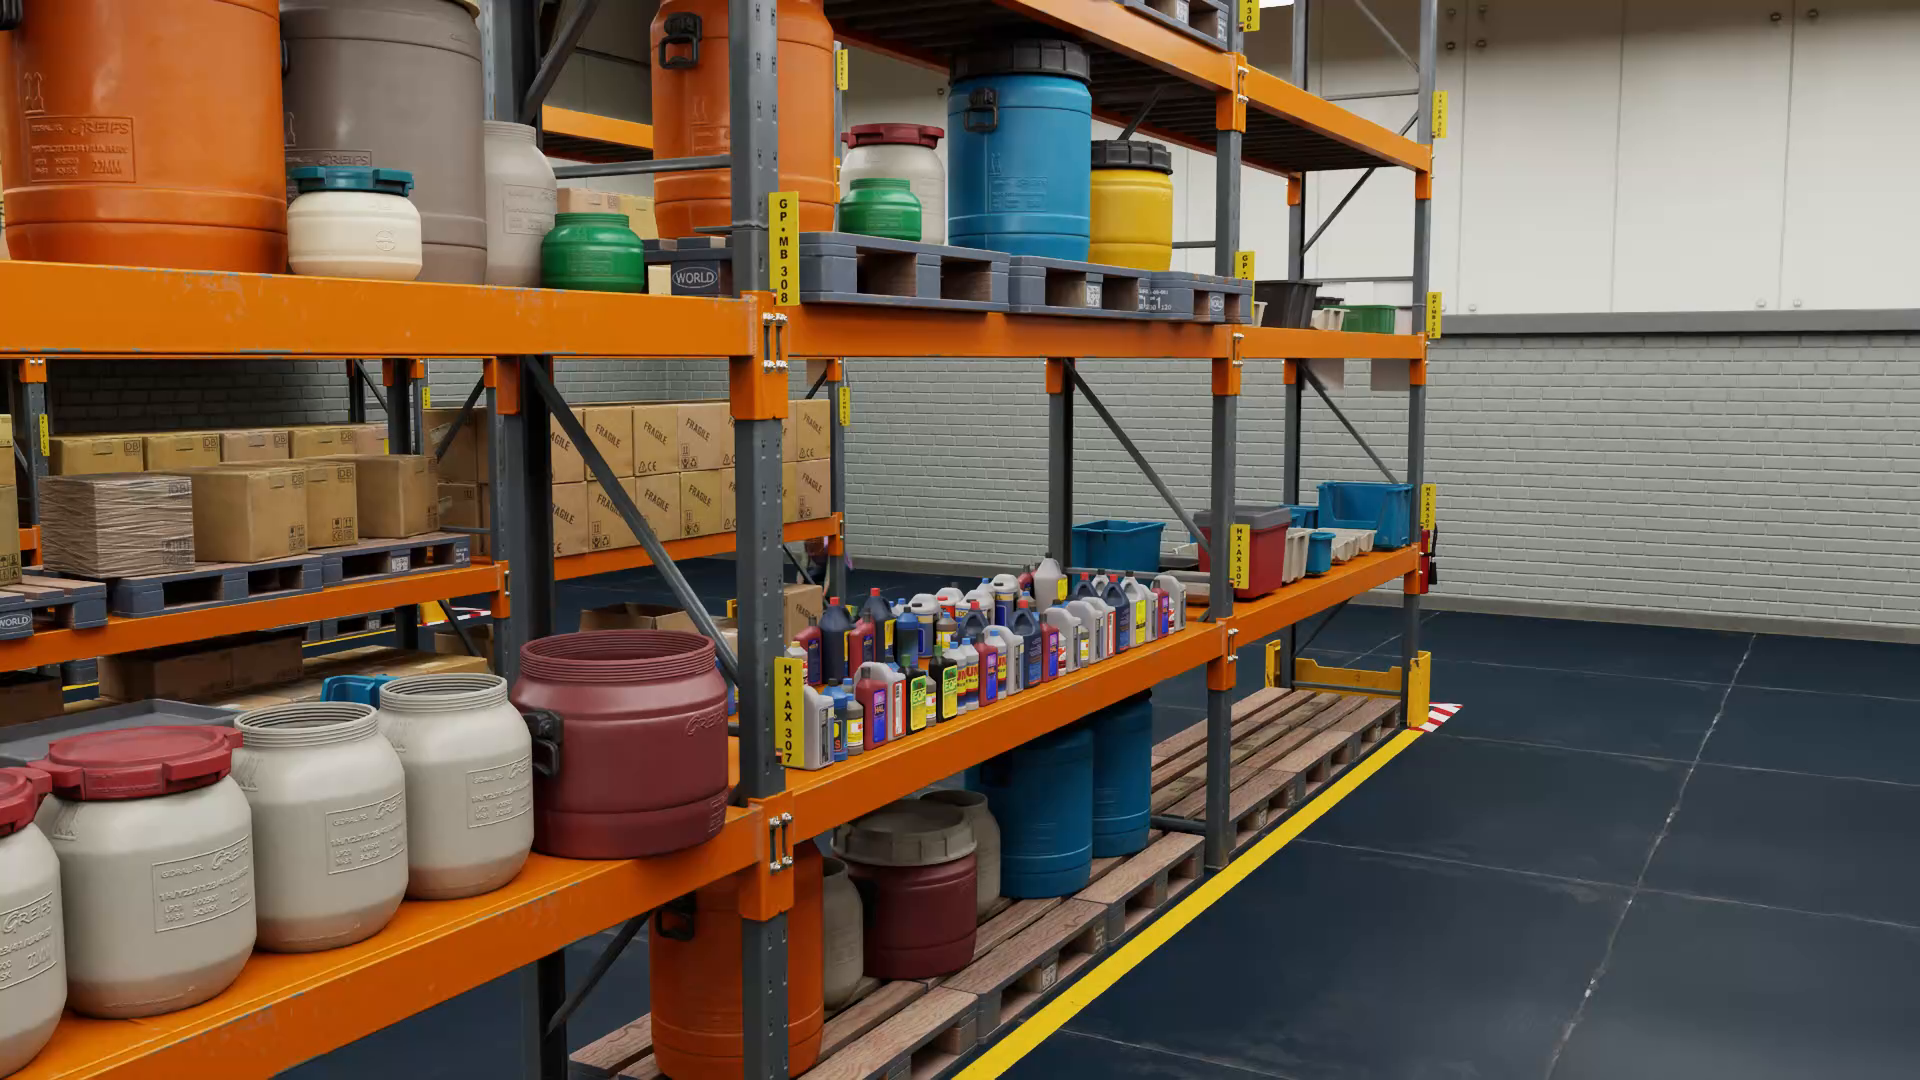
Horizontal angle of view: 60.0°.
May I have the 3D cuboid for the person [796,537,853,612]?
[{"bbox_3d":[-1.391,0.350,17.227,0.444,0.868,0.795,3,7,28],"label":"person"}]
